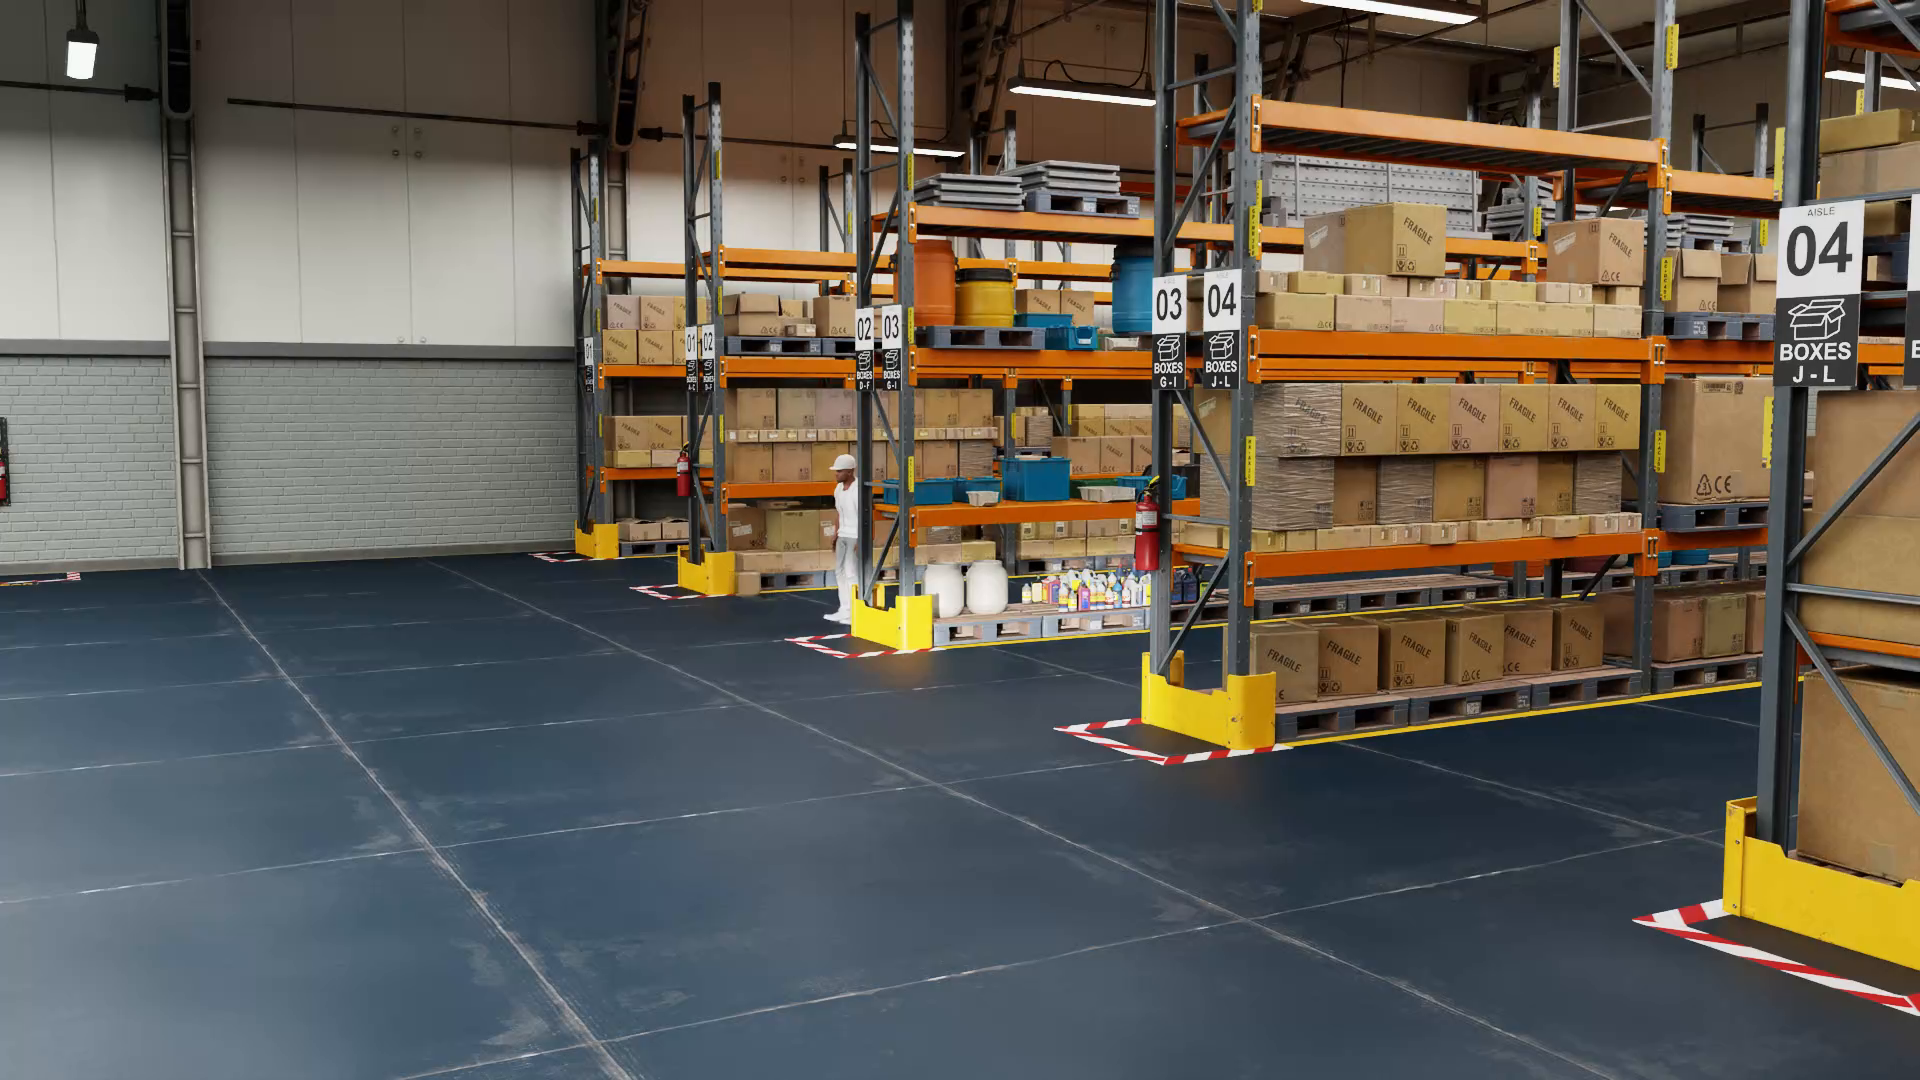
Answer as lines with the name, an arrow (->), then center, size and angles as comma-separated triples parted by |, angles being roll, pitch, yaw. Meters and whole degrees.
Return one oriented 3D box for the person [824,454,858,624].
person -> -1.151, -0.014, 17.317 | 0.462, 1.759, 0.632 | -3, 6, -32
